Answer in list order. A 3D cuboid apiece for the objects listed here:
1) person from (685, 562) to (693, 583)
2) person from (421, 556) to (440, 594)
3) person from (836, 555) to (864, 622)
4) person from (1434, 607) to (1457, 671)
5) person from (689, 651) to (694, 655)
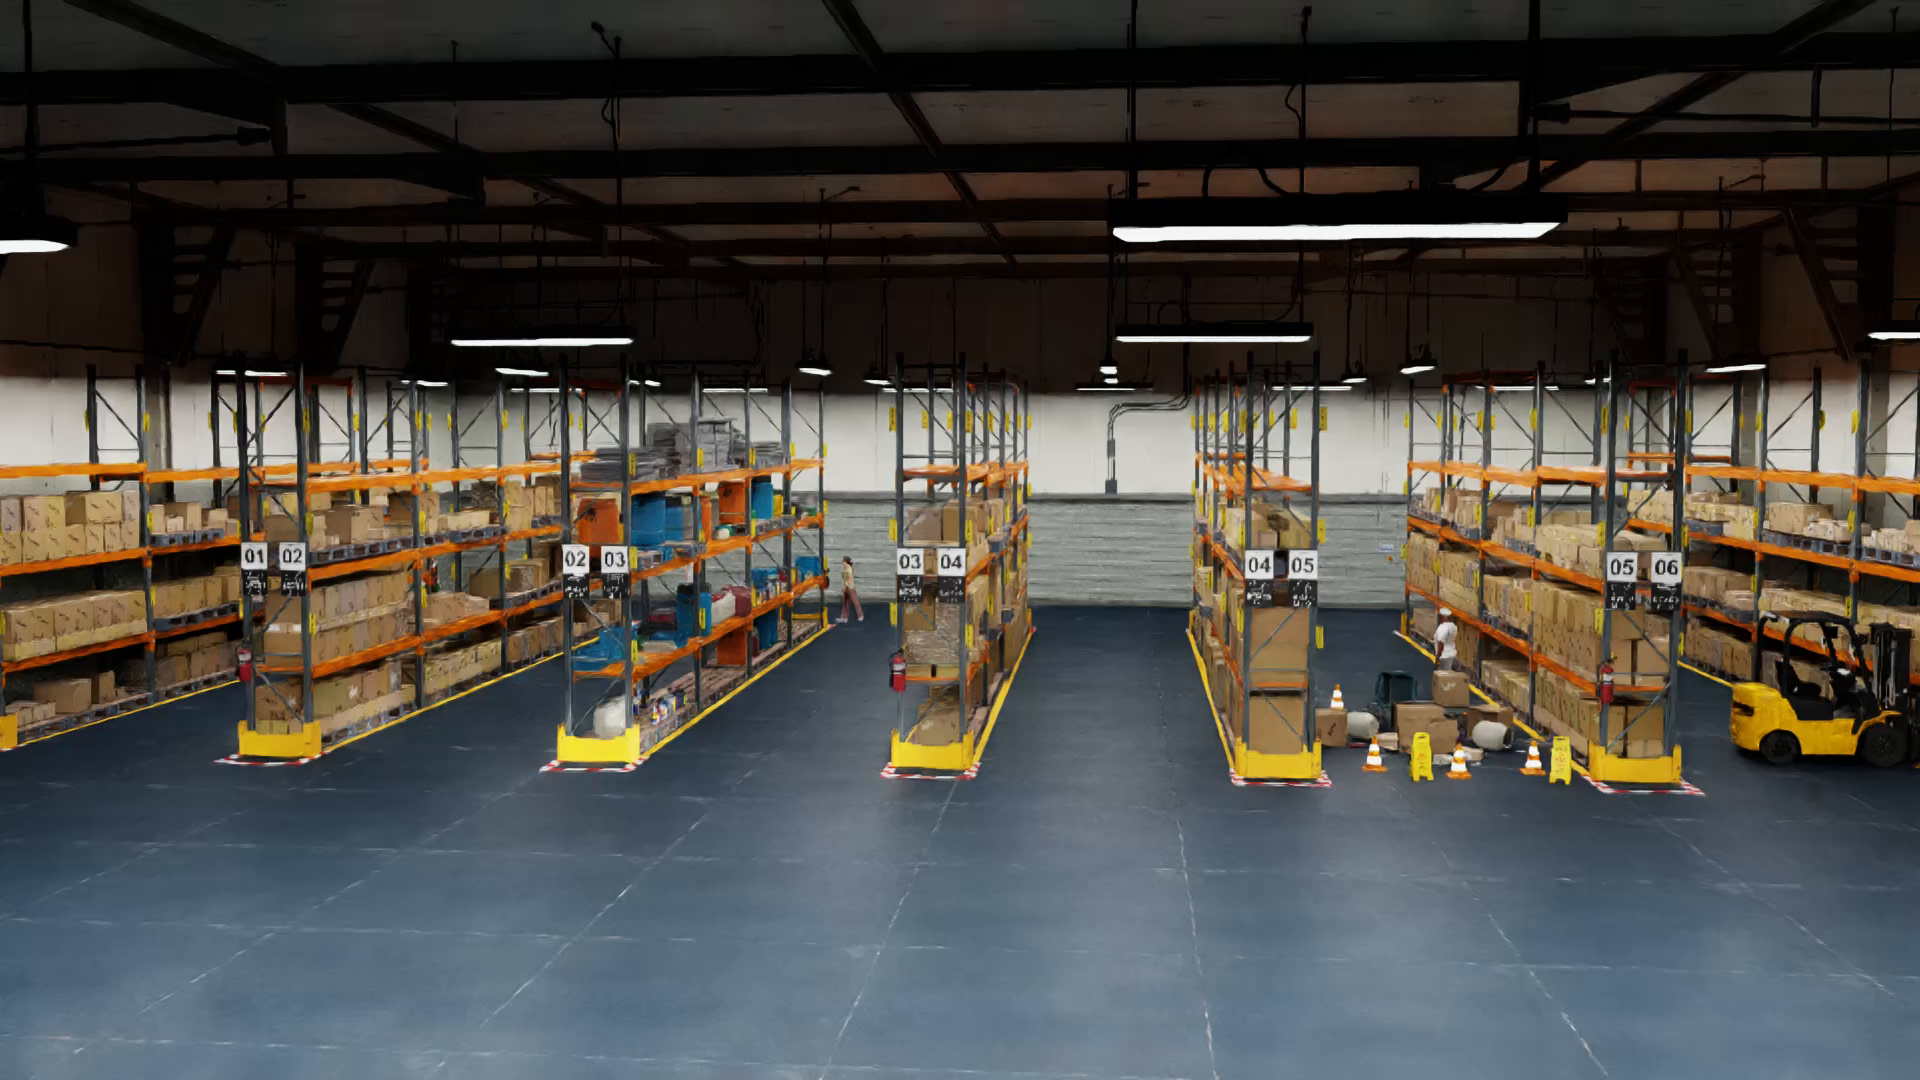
[{"bbox_3d":[-7.320,0.967,44.921,0.448,1.667,0.622,3,5,40],"label":"person"},{"bbox_3d":[-13.579,1.047,42.577,0.531,1.732,0.628,4,5,42],"label":"person"},{"bbox_3d":[-2.747,1.221,41.628,0.701,1.656,0.482,-2,4,-21],"label":"person"},{"bbox_3d":[8.442,2.042,29.071,0.574,1.764,0.669,2,5,30],"label":"person"},{"bbox_3d":[-5.624,1.721,35.450,0.566,1.541,0.519,0,4,3],"label":"person"}]
